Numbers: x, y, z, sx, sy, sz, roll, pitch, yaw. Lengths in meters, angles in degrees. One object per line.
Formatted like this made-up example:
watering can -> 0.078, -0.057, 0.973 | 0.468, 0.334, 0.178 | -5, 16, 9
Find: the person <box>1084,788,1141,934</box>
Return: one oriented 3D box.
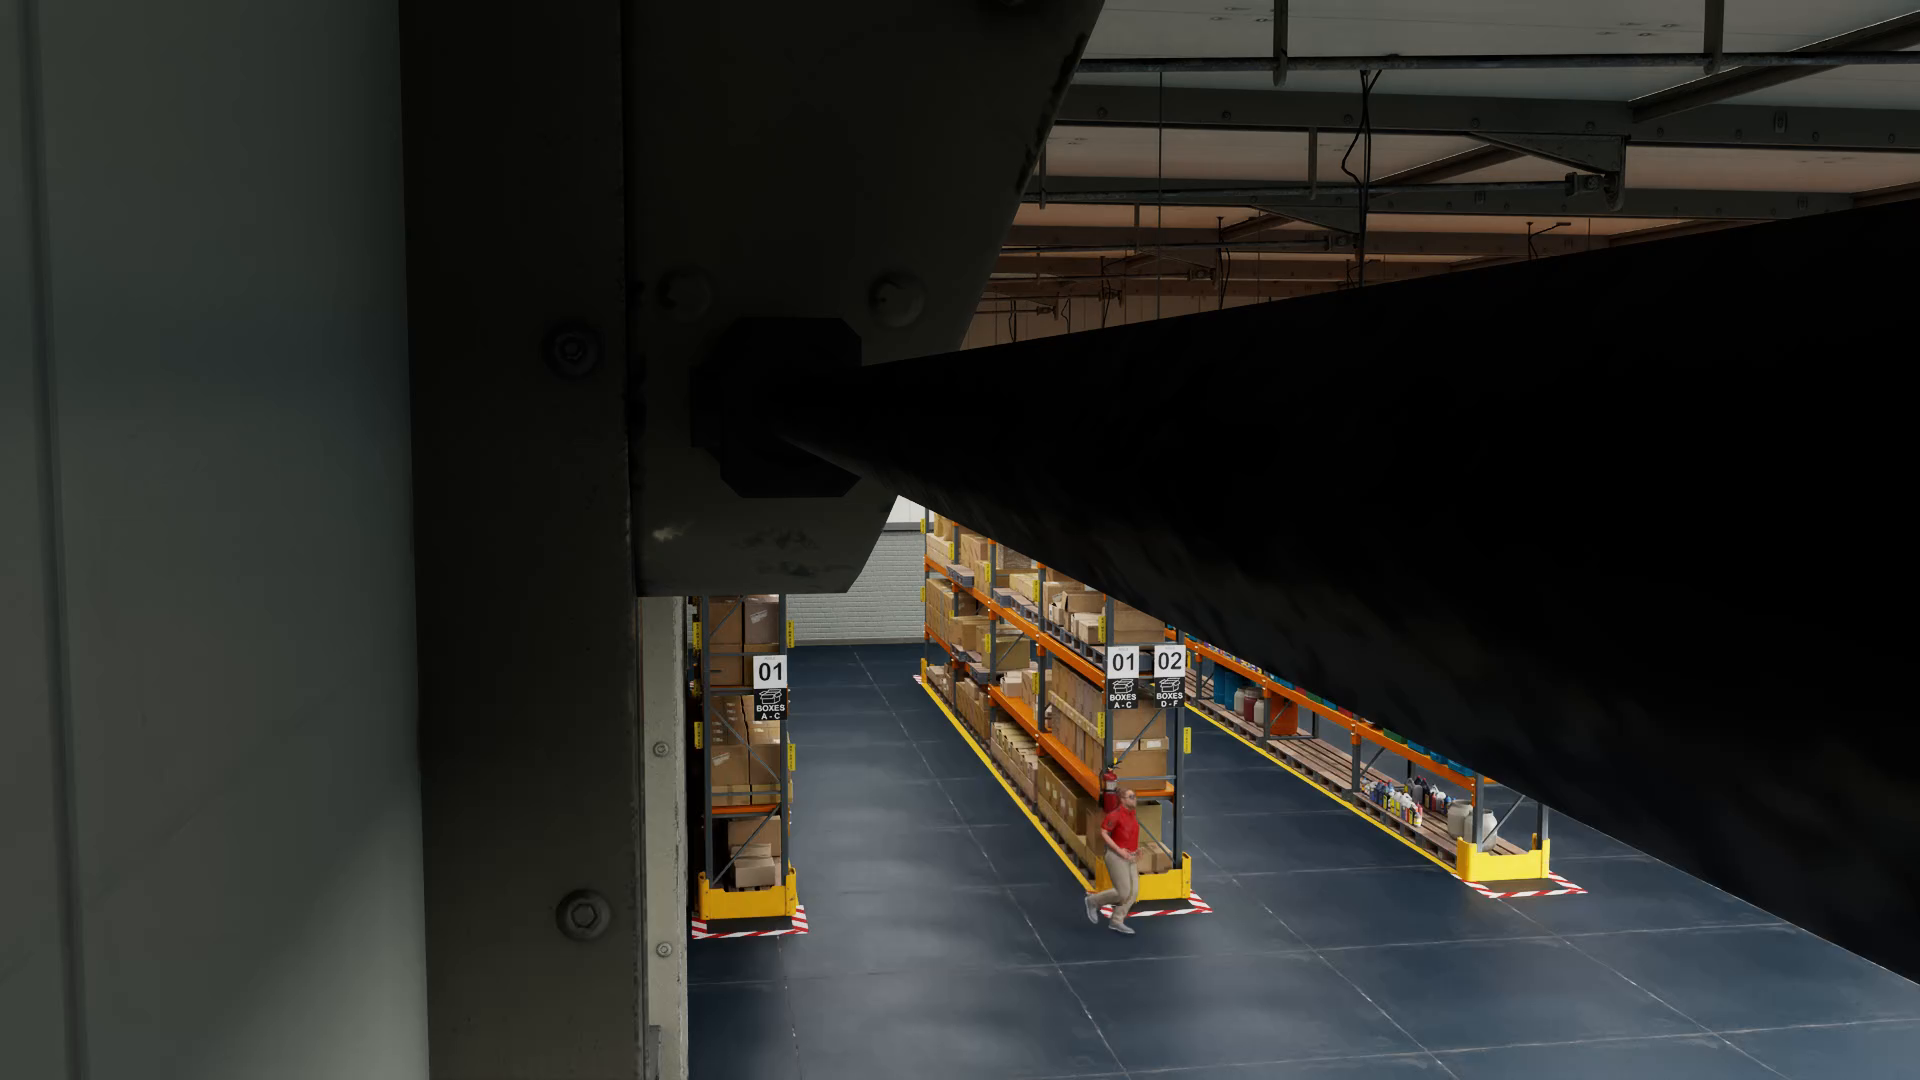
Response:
person -> 1.859, 3.745, 19.726 | 0.601, 1.631, 0.676 | 3, 6, 32
